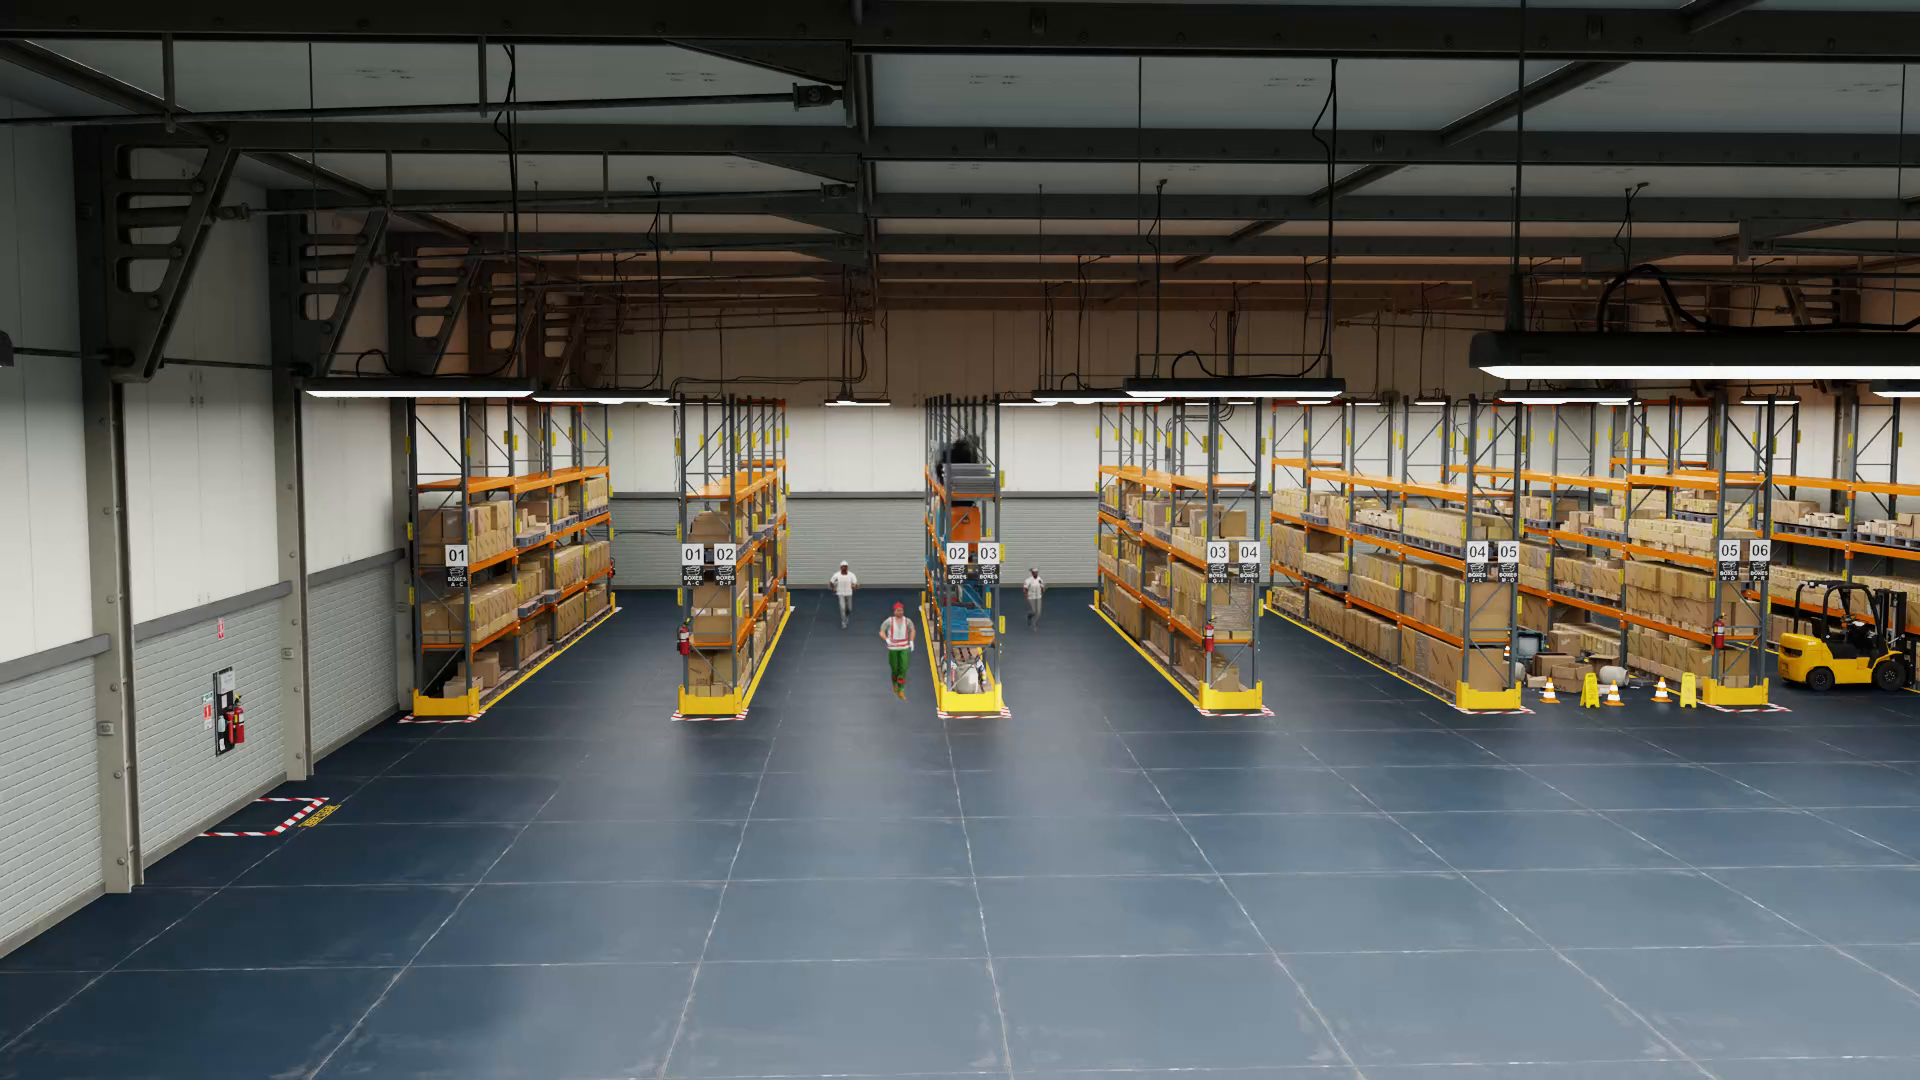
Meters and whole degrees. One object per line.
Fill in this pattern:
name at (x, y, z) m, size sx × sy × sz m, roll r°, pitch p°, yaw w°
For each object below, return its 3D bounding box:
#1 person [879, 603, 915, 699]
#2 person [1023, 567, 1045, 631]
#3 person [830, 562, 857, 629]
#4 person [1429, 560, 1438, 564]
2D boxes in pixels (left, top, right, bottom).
person at (-1.167, 2.077, 31.471) m, size 0.698 × 1.786 × 0.694 m, roll -1°, pitch 5°, yaw -11°
person at (1.932, 1.514, 42.912) m, size 0.575 × 1.657 × 0.559 m, roll -1°, pitch 5°, yaw -15°
person at (-3.025, 1.427, 43.409) m, size 0.714 × 1.740 × 0.856 m, roll -1°, pitch 5°, yaw -13°
person at (14.065, 0.972, 49.440) m, size 0.935 × 1.628 × 0.620 m, roll 2°, pitch 5°, yaw 21°
